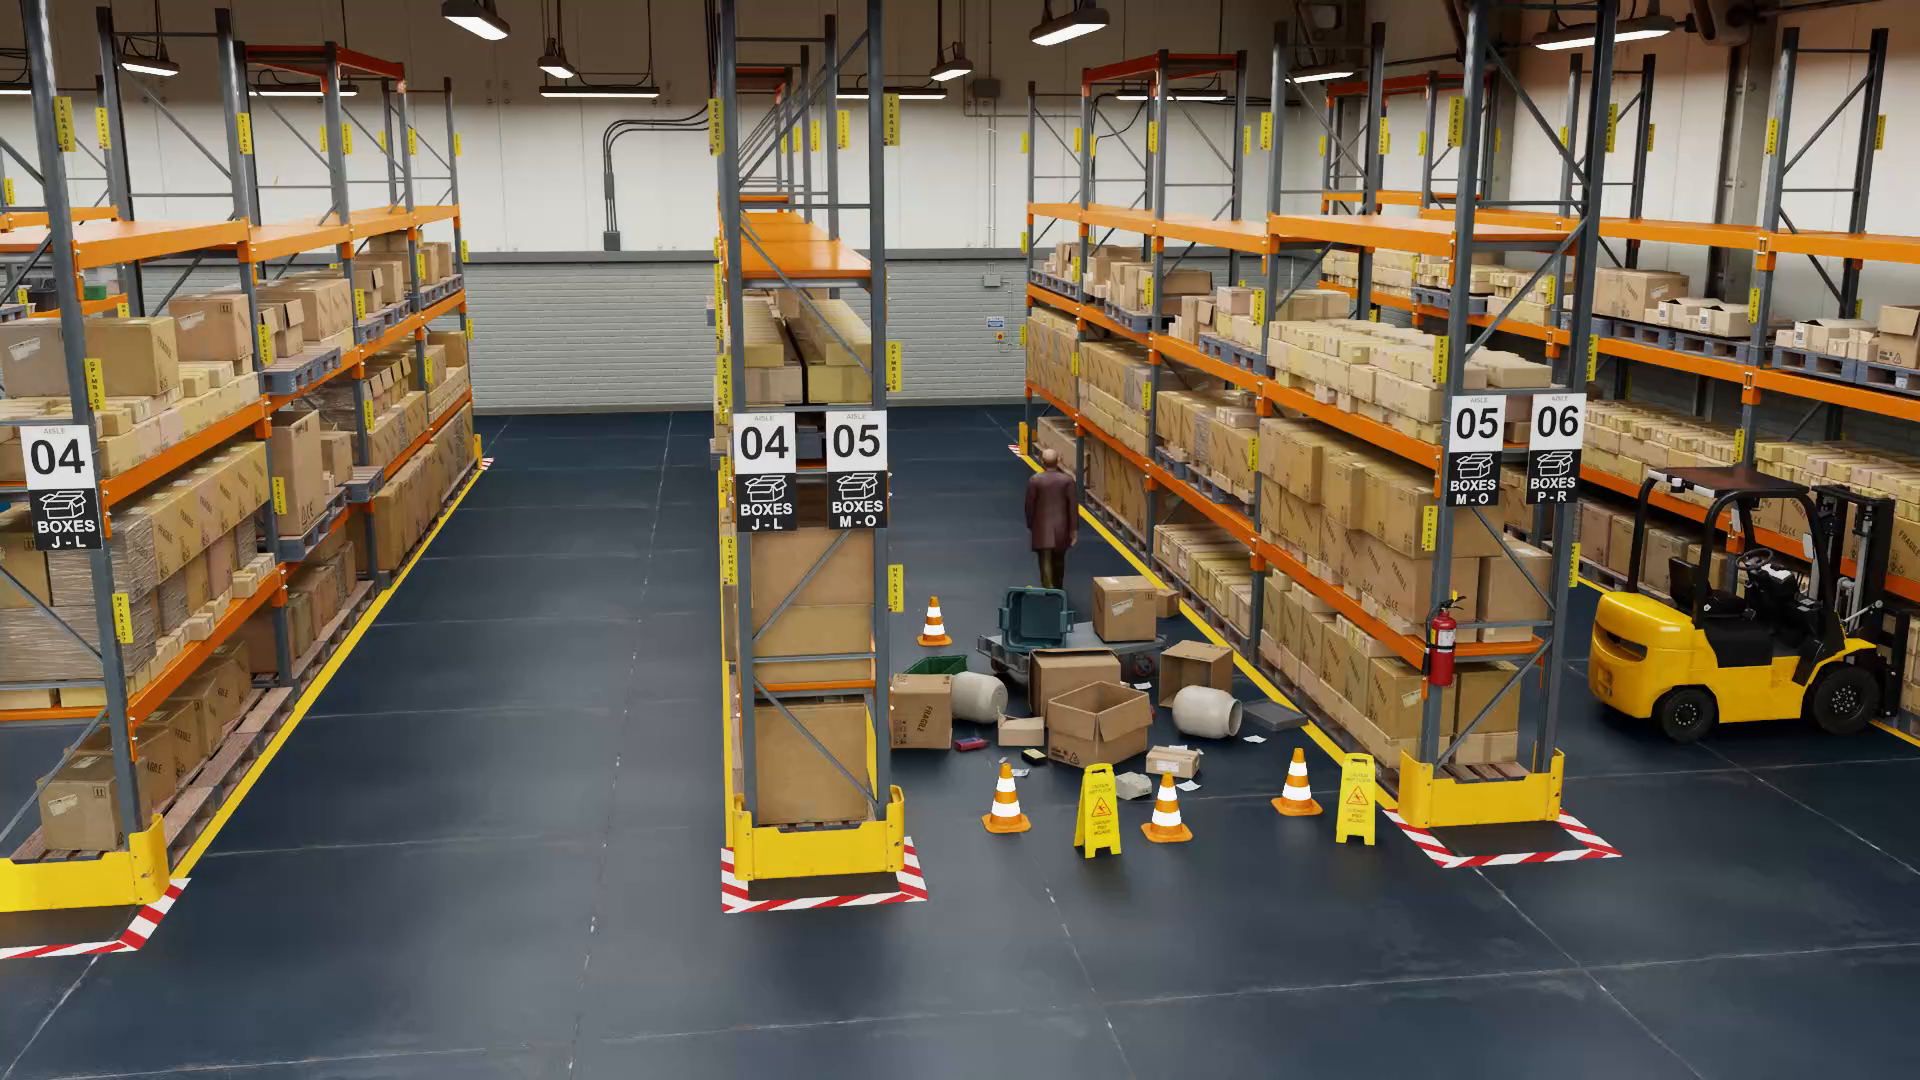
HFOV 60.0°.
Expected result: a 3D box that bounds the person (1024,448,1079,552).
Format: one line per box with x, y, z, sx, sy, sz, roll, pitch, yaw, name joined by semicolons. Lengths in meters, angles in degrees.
0.989;-0.129;18.068;0.576;1.736;1.105;-2;13;-7;person
